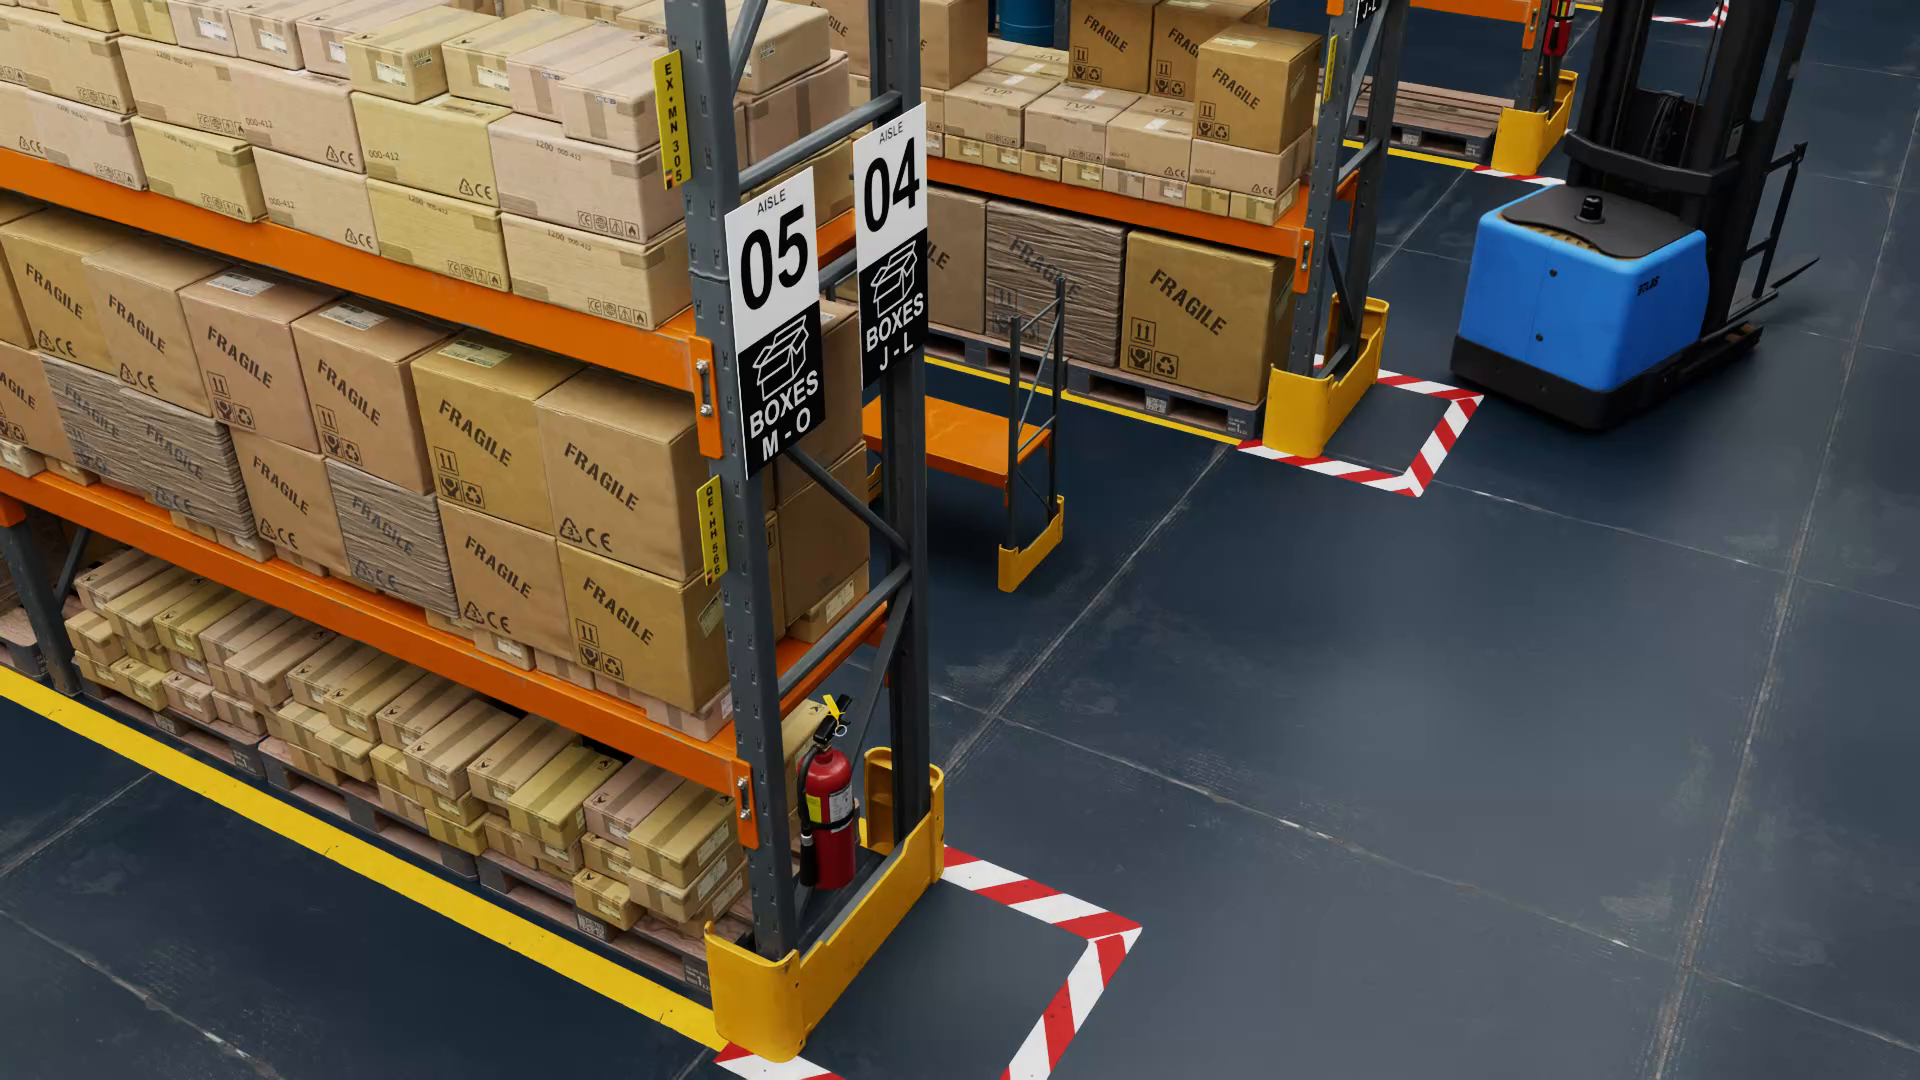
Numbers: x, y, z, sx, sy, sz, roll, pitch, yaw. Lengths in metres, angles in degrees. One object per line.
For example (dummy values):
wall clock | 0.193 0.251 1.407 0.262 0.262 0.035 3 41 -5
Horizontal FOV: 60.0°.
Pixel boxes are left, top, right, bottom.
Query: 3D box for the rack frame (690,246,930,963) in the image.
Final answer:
rack frame | -0.413 0.327 5.553 0.127 3.000 1.000 18 37 24

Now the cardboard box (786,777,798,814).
cardboard box | -0.741 0.947 6.546 0.250 0.149 0.380 19 38 26

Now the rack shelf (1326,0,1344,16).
rack shelf | 0.399 -3.531 9.290 4.000 0.370 1.077 18 37 24

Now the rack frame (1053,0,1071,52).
rack frame | 1.120 -5.516 14.327 0.127 3.000 1.000 18 37 24

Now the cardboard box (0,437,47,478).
cardboard box | -3.803 -0.433 6.921 0.250 0.149 0.380 19 38 26

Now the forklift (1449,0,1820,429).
forklift | 4.446 -2.545 9.927 3.031 2.935 1.130 -26 41 -33

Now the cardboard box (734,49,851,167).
cardboard box | -0.674 -1.316 4.998 0.500 0.250 0.500 18 38 25

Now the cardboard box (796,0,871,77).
cardboard box | -0.625 -3.112 9.907 0.500 0.500 0.500 18 37 24

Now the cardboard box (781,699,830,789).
cardboard box | -0.700 0.783 6.524 0.250 0.149 0.380 16 37 22

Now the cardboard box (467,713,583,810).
cardboard box | -1.670 0.859 6.411 0.250 0.149 0.380 16 37 23

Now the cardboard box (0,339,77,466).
cardboard box | -3.581 -0.681 6.708 0.500 0.500 0.500 17 37 24

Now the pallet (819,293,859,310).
pallet | -0.716 -1.725 11.150 1.213 0.211 1.003 18 37 24

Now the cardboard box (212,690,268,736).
cardboard box | -3.012 0.655 7.253 0.250 0.149 0.380 17 37 23

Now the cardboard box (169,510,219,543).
cardboard box | -2.864 -0.172 6.528 0.250 0.149 0.380 18 38 25

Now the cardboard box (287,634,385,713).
cardboard box | -2.541 0.541 6.888 0.250 0.149 0.380 16 37 22

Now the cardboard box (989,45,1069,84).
cardboard box | 0.508 -2.776 10.080 0.500 0.250 0.500 17 37 23

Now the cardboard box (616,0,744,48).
cardboard box | -0.794 -1.511 4.931 0.250 0.149 0.380 19 38 26

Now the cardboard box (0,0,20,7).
cardboard box | -3.085 -1.911 5.532 0.250 0.149 0.380 16 37 23

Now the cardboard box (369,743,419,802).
cardboard box | -2.135 0.849 6.693 0.250 0.149 0.380 20 38 27

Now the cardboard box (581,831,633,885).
cardboard box | -1.213 1.109 6.303 0.250 0.149 0.380 17 37 23

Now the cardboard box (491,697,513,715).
cardboard box | -1.910 0.615 7.045 0.250 0.149 0.380 20 38 27

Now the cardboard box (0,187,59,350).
cardboard box | -3.615 -1.114 6.455 0.500 0.500 0.500 19 38 26

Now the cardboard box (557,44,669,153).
cardboard box | -0.848 -1.183 4.439 0.250 0.149 0.380 17 37 24

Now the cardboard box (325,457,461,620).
cardboard box | -1.821 -0.117 5.861 0.500 0.500 0.500 18 38 25

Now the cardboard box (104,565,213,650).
cardboard box | -3.480 0.290 7.265 0.250 0.149 0.380 20 38 27

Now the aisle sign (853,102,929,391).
aisle sign | -0.201 -0.880 5.019 0.004 0.787 0.394 18 37 24

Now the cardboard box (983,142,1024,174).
cardboard box | 0.336 -2.288 9.706 0.250 0.149 0.380 18 38 25

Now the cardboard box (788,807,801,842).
cardboard box | -0.709 1.040 6.675 0.250 0.149 0.380 18 38 25

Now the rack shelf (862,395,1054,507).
rack shelf | -0.074 -0.498 8.469 1.000 0.185 0.538 18 37 24

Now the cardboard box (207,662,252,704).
cardboard box | -3.004 0.520 7.188 0.250 0.149 0.380 16 37 22

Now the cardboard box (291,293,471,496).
cardboard box | -1.830 -0.539 5.593 0.500 0.500 0.500 20 38 27

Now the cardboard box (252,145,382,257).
cardboard box | -1.810 -1.137 5.180 0.500 0.250 0.500 19 38 26

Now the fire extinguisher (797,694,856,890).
fire extinguisher | -0.424 0.805 5.240 0.183 0.674 0.296 18 37 24

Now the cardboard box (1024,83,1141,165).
cardboard box | 0.701 -2.379 9.483 0.500 0.250 0.500 16 37 23

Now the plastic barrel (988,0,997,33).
plastic barrel | 0.041 -5.170 15.322 0.708 0.901 0.600 18 37 24

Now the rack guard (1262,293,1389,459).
rack guard | 2.156 -0.985 9.779 0.348 0.500 1.175 18 37 24

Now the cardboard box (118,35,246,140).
cardboard box | -2.260 -1.498 5.272 0.500 0.250 0.500 16 37 22

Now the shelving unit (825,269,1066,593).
shelving unit | -0.066 -0.645 8.366 1.083 1.500 0.587 18 37 24

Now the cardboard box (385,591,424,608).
cardboard box | -1.911 0.081 6.149 0.250 0.149 0.380 16 37 22

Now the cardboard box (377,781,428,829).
cardboard box | -2.135 0.972 6.778 0.250 0.149 0.380 18 38 25

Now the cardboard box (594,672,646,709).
cardboard box | -1.034 0.391 5.683 0.250 0.149 0.380 18 37 24

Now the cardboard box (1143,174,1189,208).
cardboard box | 1.218 -2.008 9.286 0.250 0.149 0.380 18 38 25

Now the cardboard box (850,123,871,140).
cardboard box | -0.559 -2.571 10.131 0.250 0.149 0.380 17 37 23

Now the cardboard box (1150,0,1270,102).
cardboard box | 1.418 -2.805 9.447 0.500 0.500 0.500 17 37 23

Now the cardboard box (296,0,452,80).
cardboard box | -1.710 -1.488 4.896 0.250 0.149 0.380 17 37 23

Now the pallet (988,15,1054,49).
pallet | 0.471 -4.588 15.449 1.213 0.211 1.003 18 37 24

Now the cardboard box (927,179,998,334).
cardboard box | -0.023 -1.955 10.518 0.875 0.875 0.875 18 37 24

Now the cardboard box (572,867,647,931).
cardboard box | -1.247 1.272 6.327 0.250 0.149 0.380 19 38 26
